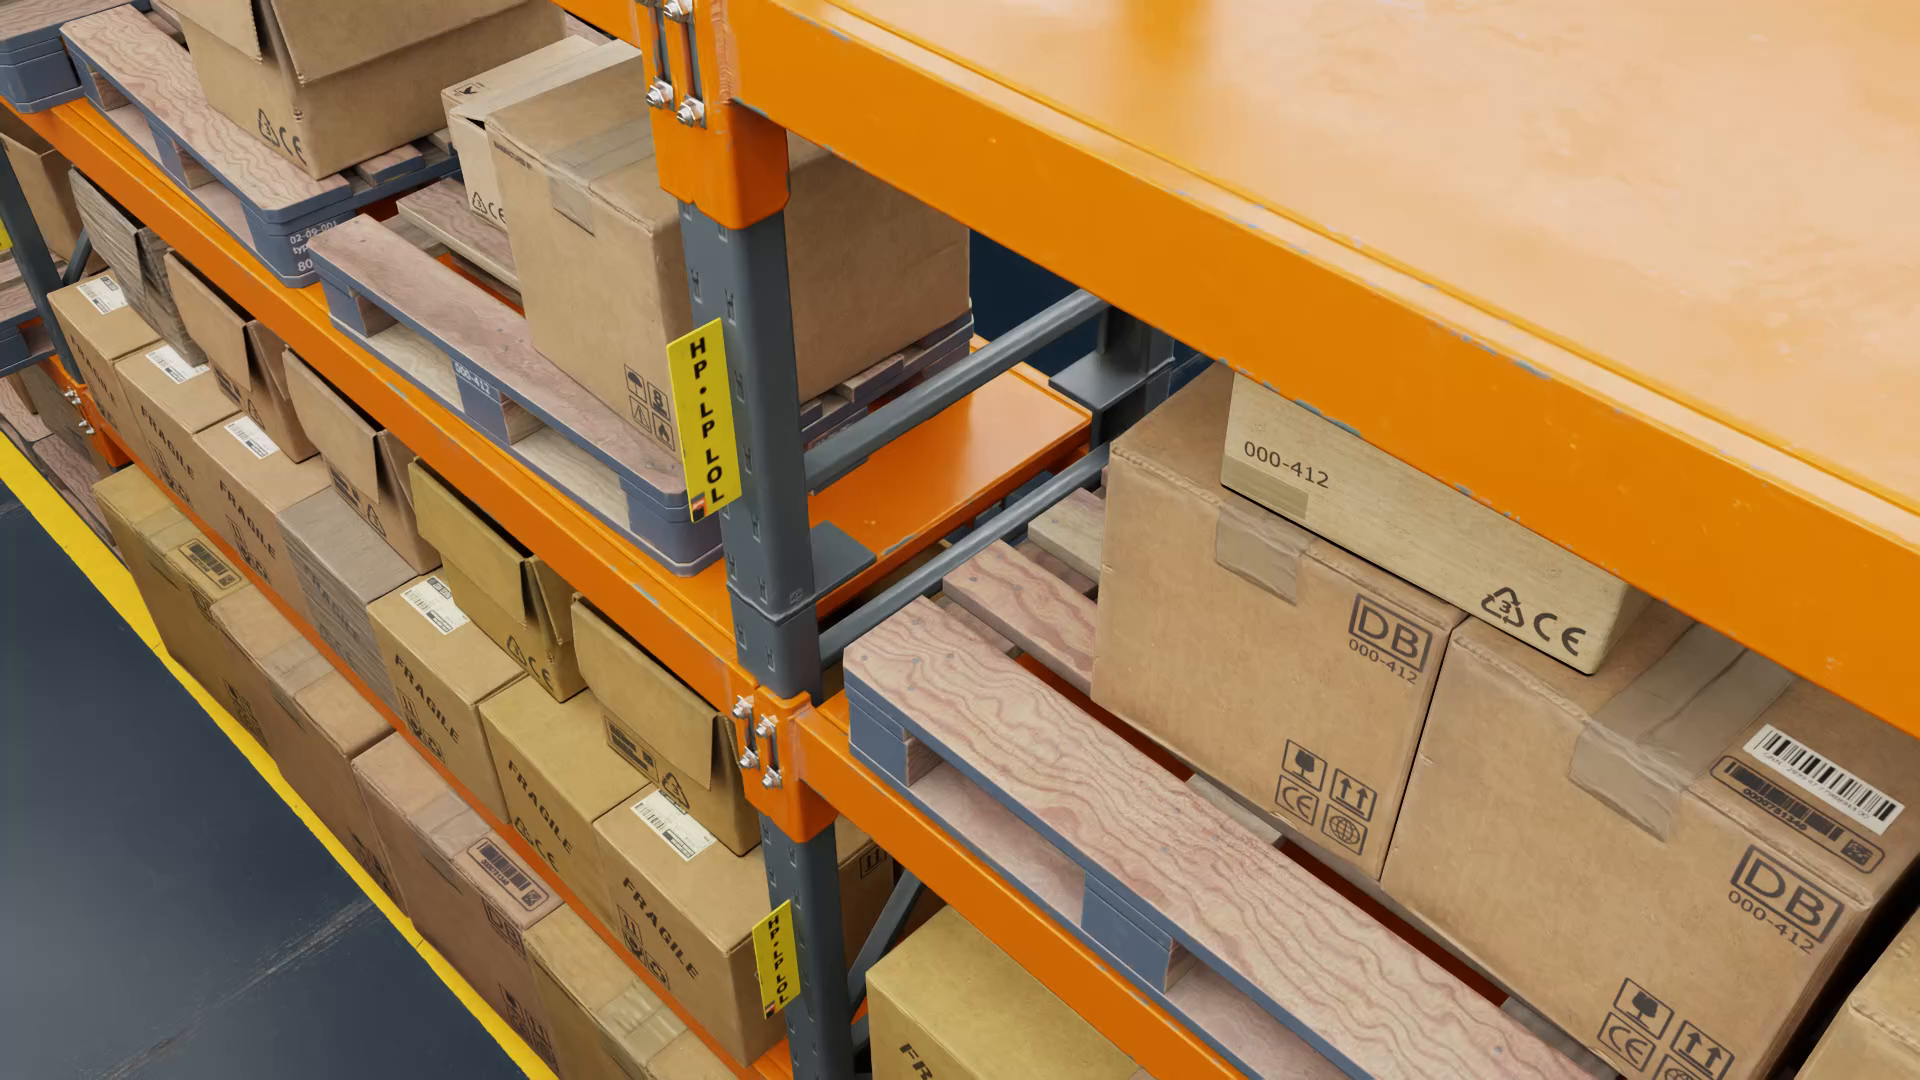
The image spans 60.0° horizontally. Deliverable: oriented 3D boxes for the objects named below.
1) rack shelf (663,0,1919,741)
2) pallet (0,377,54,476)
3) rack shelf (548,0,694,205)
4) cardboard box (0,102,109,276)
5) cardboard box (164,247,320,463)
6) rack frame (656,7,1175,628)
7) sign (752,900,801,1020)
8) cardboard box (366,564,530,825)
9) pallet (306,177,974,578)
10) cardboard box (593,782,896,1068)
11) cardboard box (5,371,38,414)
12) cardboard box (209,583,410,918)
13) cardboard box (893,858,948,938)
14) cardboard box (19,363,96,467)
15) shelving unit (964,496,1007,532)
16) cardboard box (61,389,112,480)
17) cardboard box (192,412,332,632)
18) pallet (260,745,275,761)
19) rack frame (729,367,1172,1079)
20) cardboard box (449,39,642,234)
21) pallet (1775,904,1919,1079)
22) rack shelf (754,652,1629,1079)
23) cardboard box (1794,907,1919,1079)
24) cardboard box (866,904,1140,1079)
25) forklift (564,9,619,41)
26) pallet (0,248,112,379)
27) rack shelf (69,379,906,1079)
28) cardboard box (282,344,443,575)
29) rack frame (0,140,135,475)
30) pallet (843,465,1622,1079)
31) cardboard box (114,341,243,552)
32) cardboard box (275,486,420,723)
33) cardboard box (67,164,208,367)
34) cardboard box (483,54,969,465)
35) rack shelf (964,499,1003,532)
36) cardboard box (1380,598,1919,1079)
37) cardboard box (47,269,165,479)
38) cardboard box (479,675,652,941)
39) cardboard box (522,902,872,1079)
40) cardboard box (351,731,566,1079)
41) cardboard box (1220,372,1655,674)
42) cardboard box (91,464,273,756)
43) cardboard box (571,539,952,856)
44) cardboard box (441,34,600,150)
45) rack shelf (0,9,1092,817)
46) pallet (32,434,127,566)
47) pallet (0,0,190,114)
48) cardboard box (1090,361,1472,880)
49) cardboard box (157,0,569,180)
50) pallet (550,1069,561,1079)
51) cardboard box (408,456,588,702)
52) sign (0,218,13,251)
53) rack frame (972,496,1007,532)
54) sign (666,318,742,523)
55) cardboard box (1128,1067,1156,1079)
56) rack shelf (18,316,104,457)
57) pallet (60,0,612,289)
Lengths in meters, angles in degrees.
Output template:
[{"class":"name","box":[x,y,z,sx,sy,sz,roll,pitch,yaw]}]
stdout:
[{"class":"rack shelf","box":[1.426,0.143,1.290,1.077,0.370,4.000,-34,53,-31]},{"class":"pallet","box":[-4.219,-0.886,8.053,1.003,0.211,1.213,-34,53,-31]},{"class":"rack shelf","box":[-1.399,-1.779,3.370,1.077,0.370,4.000,-34,53,-31]},{"class":"cardboard box","box":[-3.221,-1.379,6.149,0.500,0.500,0.500,28,50,27]},{"class":"cardboard box","box":[-1.848,-0.680,4.962,0.797,0.503,0.637,-33,52,-30]},{"class":"rack frame","box":[0.014,-1.229,1.950,1.000,3.000,0.127,-34,53,-31]},{"class":"sign","box":[-0.364,0.843,3.333,0.100,0.325,0.005,-34,53,-31]},{"class":"cardboard box","box":[-1.228,0.355,4.582,0.500,0.500,0.500,34,52,31]},{"class":"pallet","box":[-0.669,-0.474,3.484,1.217,0.209,0.805,32,52,30]},{"class":"cardboard box","box":[-0.510,0.844,4.053,0.500,0.500,0.500,-34,52,-31]},{"class":"cardboard box","box":[-4.104,-1.033,7.676,0.700,0.500,0.500,-30,50,-28]},{"class":"cardboard box","box":[-1.714,0.452,5.807,1.225,0.875,0.875,-34,52,-31]},{"class":"cardboard box","box":[-0.134,0.597,4.321,0.500,0.500,0.500,-34,52,-31]},{"class":"cardboard box","box":[-3.699,-0.764,7.385,0.500,0.500,0.700,30,50,28]},{"class":"shelving unit","box":[0.038,-0.360,6.866,0.215,1.050,0.252,-34,53,-31]},{"class":"cardboard box","box":[-3.298,-0.504,7.103,0.500,0.500,0.700,31,51,29]},{"class":"cardboard box","box":[-1.930,-0.129,5.106,0.500,0.500,0.500,33,52,31]},{"class":"pallet","box":[-2.308,0.491,6.563,1.003,0.211,1.213,-34,53,-31]},{"class":"rack frame","box":[0.014,0.974,3.986,1.000,3.000,0.127,-34,53,-31]},{"class":"cardboard box","box":[-0.697,-0.819,3.473,0.500,0.311,0.500,32,52,30]},{"class":"pallet","box":[1.441,0.889,1.933,1.003,0.211,1.213,-34,53,-31]},{"class":"rack shelf","box":[1.426,1.098,2.172,1.077,0.370,4.000,-34,53,-31]},{"class":"cardboard box","box":[1.254,0.572,1.754,0.700,0.500,0.500,-32,51,-30]},{"class":"cardboard box","box":[0.171,0.997,3.299,0.500,0.500,0.500,-34,53,-31]},{"class":"forklift","box":[-1.943,-2.904,8.233,1.130,2.935,3.031,-26,49,-25]},{"class":"pallet","box":[-3.390,-1.169,6.446,1.213,0.211,1.003,-34,53,-31]},{"class":"rack shelf","box":[-1.399,0.277,5.270,1.077,0.370,4.000,-34,53,-31]},{"class":"cardboard box","box":[-1.370,-0.360,4.617,0.797,0.503,0.637,-32,52,-30]},{"class":"rack frame","box":[-2.811,-0.948,6.066,1.000,3.000,0.127,-34,53,-31]},{"class":"pallet","box":[0.584,0.303,2.567,1.003,0.211,1.213,-34,53,-31]},{"class":"cardboard box","box":[-2.295,-0.374,5.371,0.500,0.500,0.500,33,52,30]},{"class":"cardboard box","box":[-1.579,0.112,4.845,0.500,0.500,0.500,-34,52,-31]},{"class":"cardboard box","box":[-2.306,-0.994,5.303,0.797,0.503,0.637,-32,52,-30]},{"class":"cardboard box","box":[-0.403,-0.592,3.088,0.700,0.500,0.500,-33,52,-30]},{"class":"rack shelf","box":[0.038,-0.148,7.062,0.215,0.259,0.240,-34,53,-31]},{"class":"cardboard box","box":[0.986,0.253,2.099,0.700,0.500,0.500,-31,51,-29]},{"class":"cardboard box","box":[-2.661,-0.621,5.638,0.500,0.500,0.500,-33,52,-30]},{"class":"cardboard box","box":[-0.855,0.602,4.314,0.500,0.500,0.500,-32,52,-30]},{"class":"cardboard box","box":[-0.452,1.302,4.887,1.225,0.875,0.875,-34,52,-31]},{"class":"cardboard box","box":[-1.084,0.873,5.351,0.875,0.875,1.225,32,52,30]},{"class":"cardboard box","box":[0.673,-0.176,2.010,0.500,0.250,0.500,31,51,29]},{"class":"cardboard box","box":[-2.339,0.020,6.275,0.875,0.875,1.225,32,51,30]},{"class":"cardboard box","box":[-0.443,0.266,3.939,0.637,0.503,0.797,33,52,30]},{"class":"cardboard box","box":[-0.932,-0.977,3.762,0.250,0.149,0.380,32,52,30]},{"class":"rack shelf","box":[-1.399,-0.824,4.252,1.077,0.370,4.000,-34,53,-31]},{"class":"pallet","box":[-3.362,-0.300,7.419,1.003,0.211,1.213,-34,53,-31]},{"class":"pallet","box":[-2.319,-1.696,4.804,1.213,0.211,1.003,-32,51,-30]},{"class":"cardboard box","box":[0.609,-0.008,2.381,0.500,0.500,0.700,31,51,29]},{"class":"cardboard box","box":[-1.353,-1.270,3.819,0.637,0.503,0.797,34,52,31]},{"class":"pallet","box":[-0.585,1.664,5.294,1.003,0.211,1.213,-34,53,-31]},{"class":"cardboard box","box":[-0.920,-0.069,4.302,0.797,0.503,0.637,-33,52,-31]},{"class":"sign","box":[-3.189,-1.079,5.413,0.100,0.325,0.005,-34,53,-31]},{"class":"rack frame","box":[0.124,-0.301,6.802,0.200,1.050,0.008,-34,53,-31]},{"class":"sign","box":[-0.364,-0.168,2.399,0.100,0.325,0.005,-34,53,-31]},{"class":"cardboard box","box":[0.513,1.238,3.039,0.500,0.500,0.500,-34,53,-31]},{"class":"rack shelf","box":[-4.224,-1.645,7.350,1.077,0.370,4.000,-34,53,-31]},{"class":"pallet","box":[-1.527,-1.160,4.224,1.003,0.211,1.213,-32,51,-30]}]
